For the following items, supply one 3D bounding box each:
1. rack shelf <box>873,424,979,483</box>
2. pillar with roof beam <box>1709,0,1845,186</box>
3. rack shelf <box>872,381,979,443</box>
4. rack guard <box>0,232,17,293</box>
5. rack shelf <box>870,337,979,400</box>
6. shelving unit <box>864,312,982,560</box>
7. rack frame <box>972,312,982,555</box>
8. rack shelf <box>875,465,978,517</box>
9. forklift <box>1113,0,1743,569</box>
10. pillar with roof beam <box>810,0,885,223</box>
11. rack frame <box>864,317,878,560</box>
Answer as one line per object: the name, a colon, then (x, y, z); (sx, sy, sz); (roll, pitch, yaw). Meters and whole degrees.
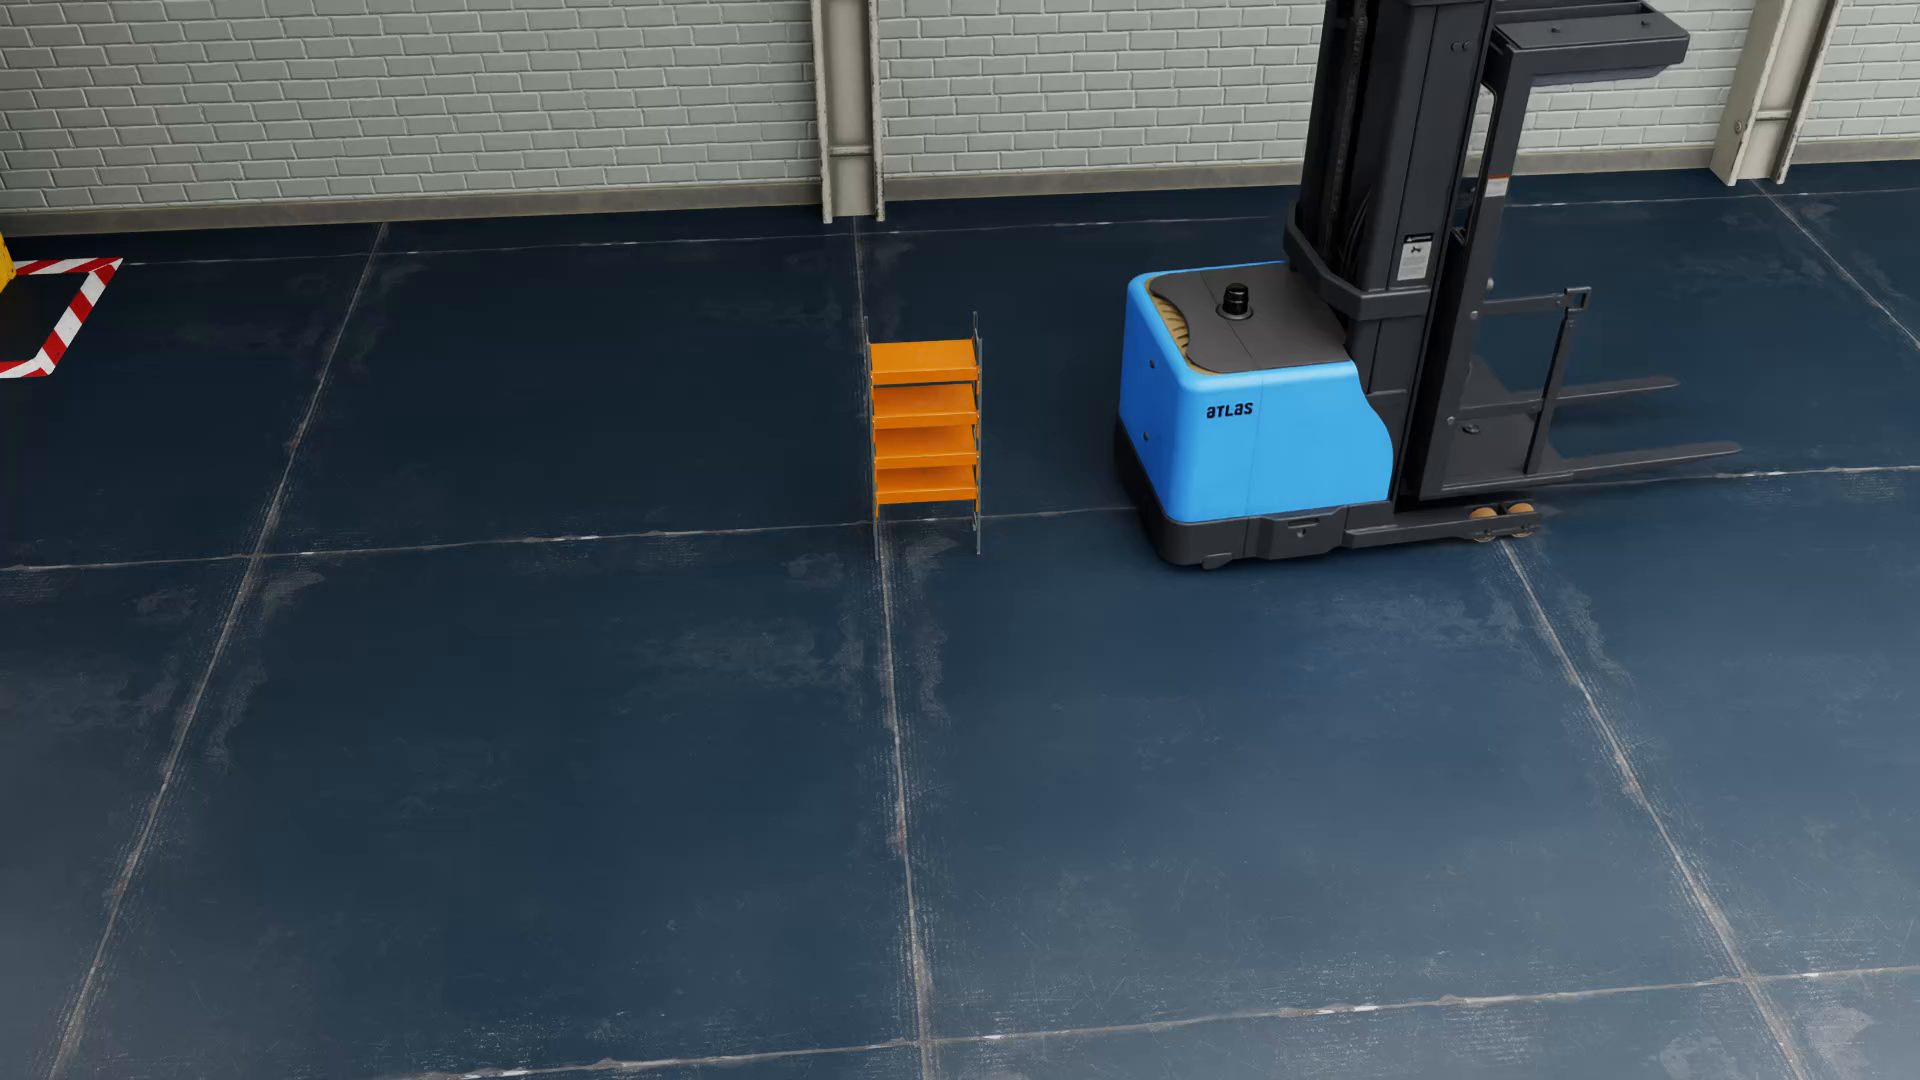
rack shelf: (-0.165, -0.409, 7.730); (0.480, 0.148, 0.258); (-3, 38, -4)
pillar with roof beam: (5.666, -3.338, 5.038); (0.400, 9.000, 9.100); (-3, 38, -4)
rack shelf: (-0.165, -0.585, 7.592); (0.480, 0.148, 0.258); (-3, 38, -4)
rack guard: (-5.871, -1.483, 9.548); (0.348, 0.500, 1.175); (-3, 38, -4)
rack shelf: (-0.165, -0.770, 7.445); (0.480, 0.148, 0.258); (-3, 38, -4)
shelving unit: (-0.165, -0.462, 7.689); (0.503, 1.200, 0.258); (-3, 38, -4)
rack frame: (0.078, -0.475, 7.706); (0.015, 1.200, 0.240); (-3, 38, -4)
rack shelf: (-0.165, -0.253, 7.853); (0.480, 0.148, 0.258); (-3, 38, -4)
forklift: (2.354, -1.457, 7.552); (3.031, 2.935, 1.130); (-7, 39, -8)
pillar with roof beam: (-0.310, -3.009, 4.621); (0.400, 9.000, 9.100); (-3, 38, -4)
rack frame: (-0.408, -0.449, 7.672); (0.015, 1.200, 0.240); (-3, 38, -4)
